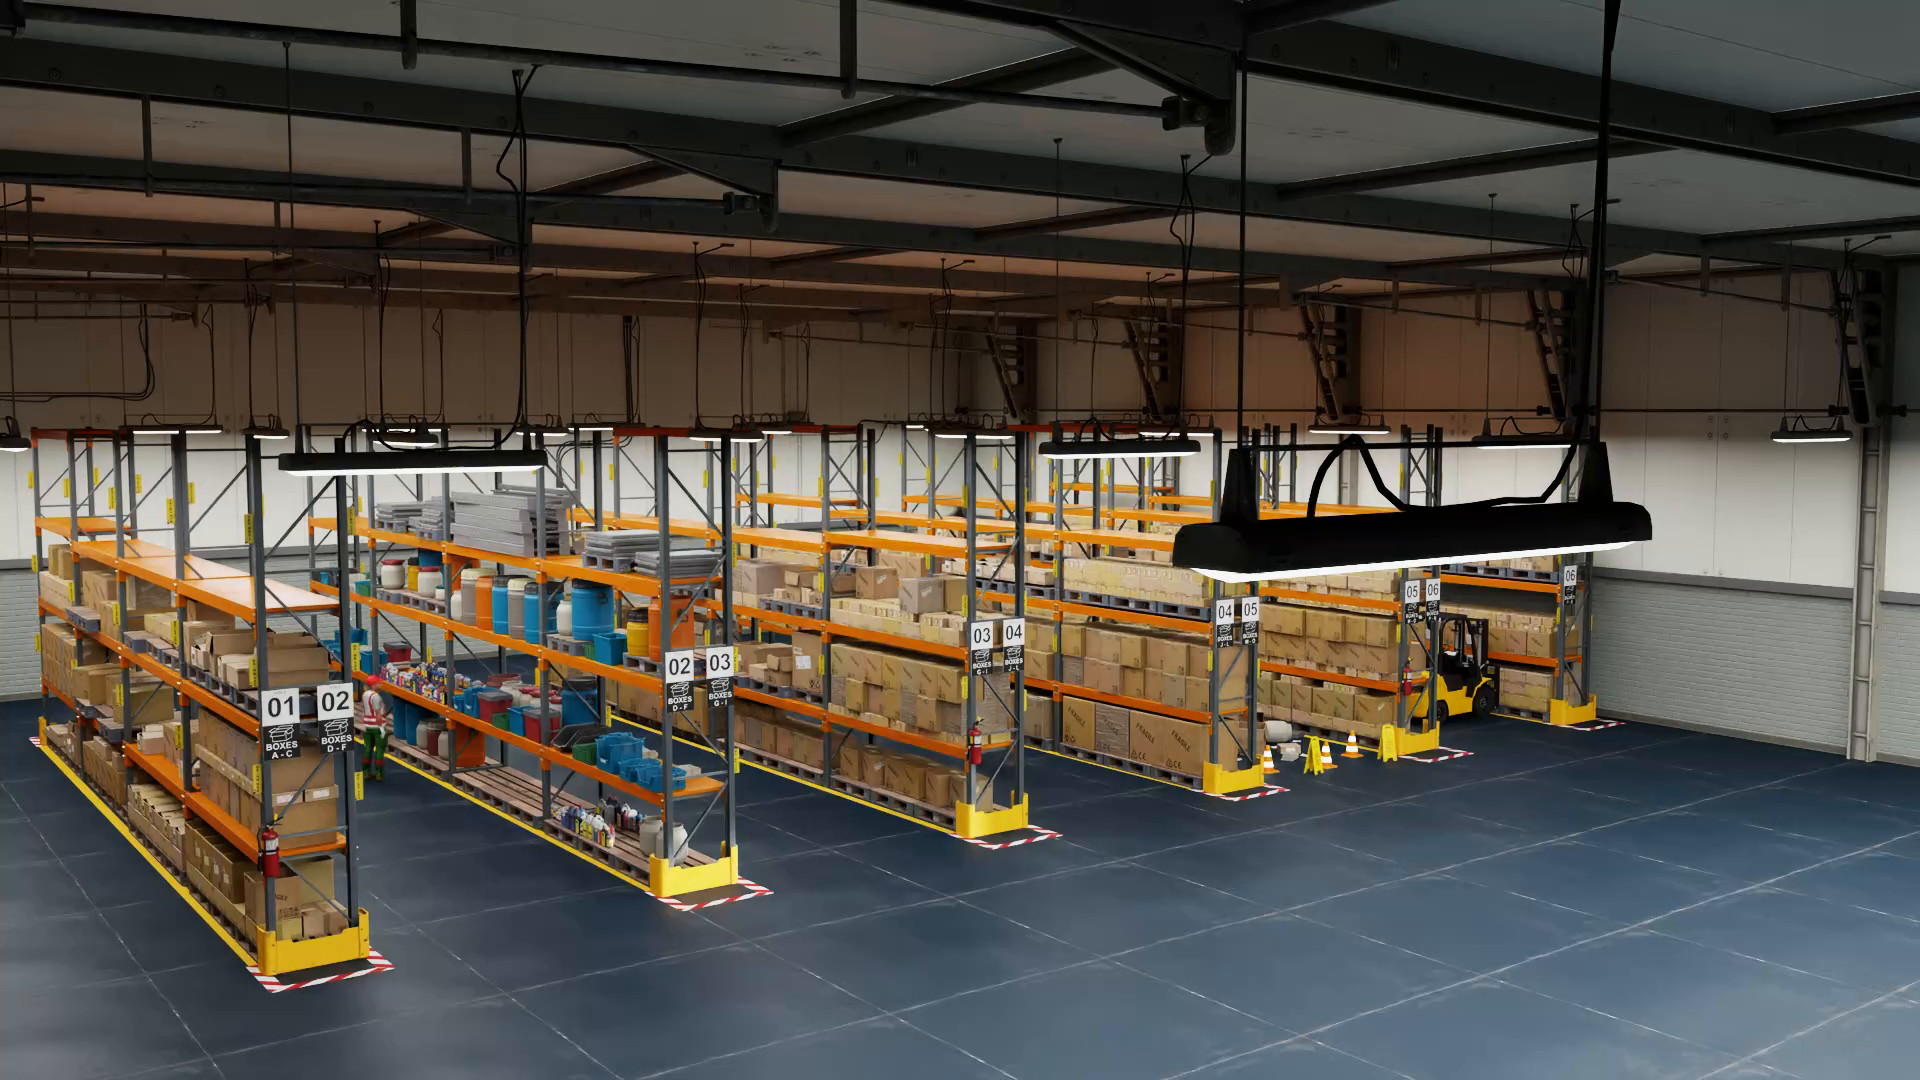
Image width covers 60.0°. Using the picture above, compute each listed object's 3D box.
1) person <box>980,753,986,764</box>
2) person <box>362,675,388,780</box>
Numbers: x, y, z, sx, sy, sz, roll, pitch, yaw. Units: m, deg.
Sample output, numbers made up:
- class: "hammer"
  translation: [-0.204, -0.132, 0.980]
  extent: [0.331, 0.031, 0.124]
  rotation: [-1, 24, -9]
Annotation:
- class: "person"
  translation: [0.330, 3.136, 29.604]
  extent: [0.544, 1.714, 0.524]
  rotation: [0, 4, -2]
- class: "person"
  translation: [-9.989, 3.196, 28.442]
  extent: [0.584, 1.798, 0.419]
  rotation: [3, 5, 30]
